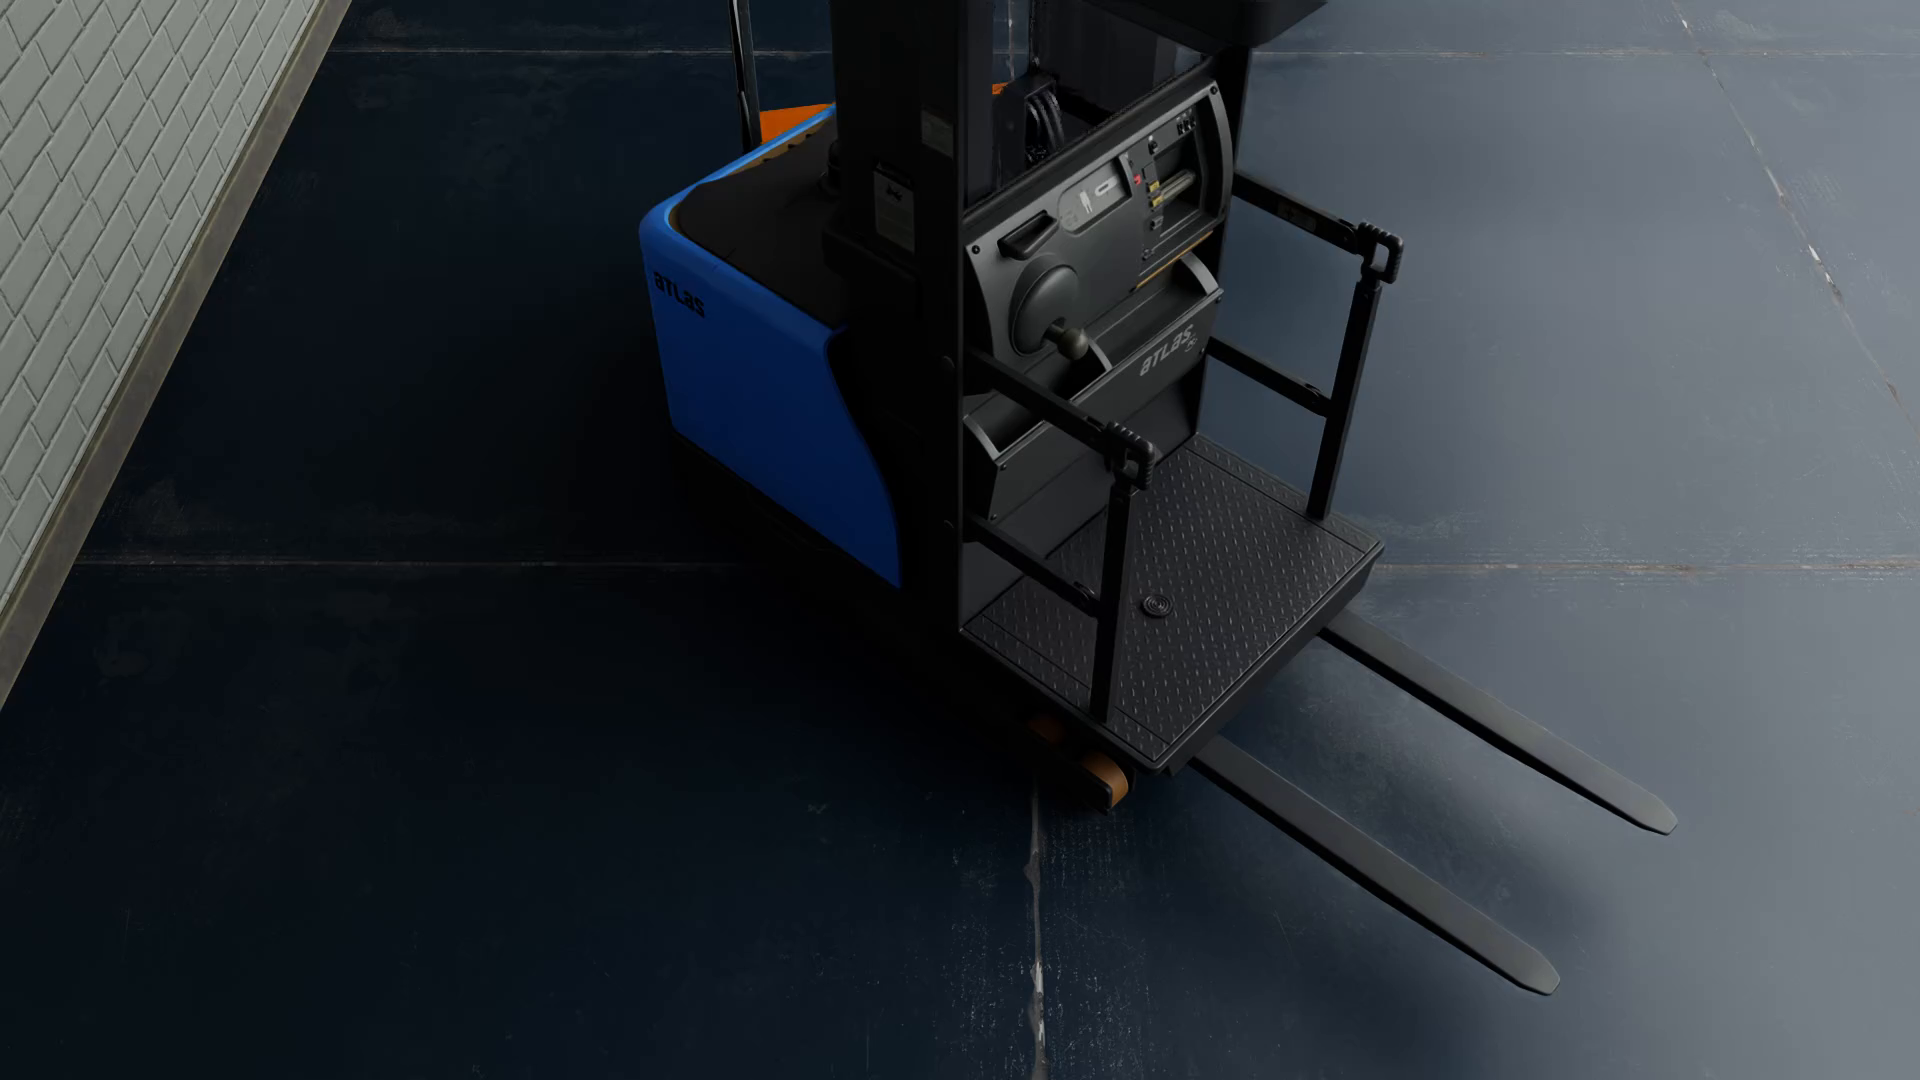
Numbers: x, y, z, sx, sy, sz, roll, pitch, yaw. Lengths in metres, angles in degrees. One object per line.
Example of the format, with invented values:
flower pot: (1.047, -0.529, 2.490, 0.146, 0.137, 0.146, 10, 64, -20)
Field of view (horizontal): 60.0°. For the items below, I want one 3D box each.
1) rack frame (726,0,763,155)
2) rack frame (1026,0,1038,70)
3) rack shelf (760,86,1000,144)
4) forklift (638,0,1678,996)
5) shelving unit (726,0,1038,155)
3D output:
rack frame: (-0.692, -1.358, 5.490, 0.032, 1.500, 0.500, -9, 48, -9)
rack frame: (0.300, -1.520, 5.640, 0.032, 1.500, 0.500, -9, 48, -9)
rack shelf: (-0.196, -1.362, 5.648, 0.952, 0.026, 0.459, -9, 48, -9)
forklift: (14.725, 3.063, 0.397, 30.906, 2.935, 12.830, 34, 56, 27)
shelving unit: (-0.187, -1.440, 5.566, 1.083, 1.500, 0.587, -9, 48, -9)
